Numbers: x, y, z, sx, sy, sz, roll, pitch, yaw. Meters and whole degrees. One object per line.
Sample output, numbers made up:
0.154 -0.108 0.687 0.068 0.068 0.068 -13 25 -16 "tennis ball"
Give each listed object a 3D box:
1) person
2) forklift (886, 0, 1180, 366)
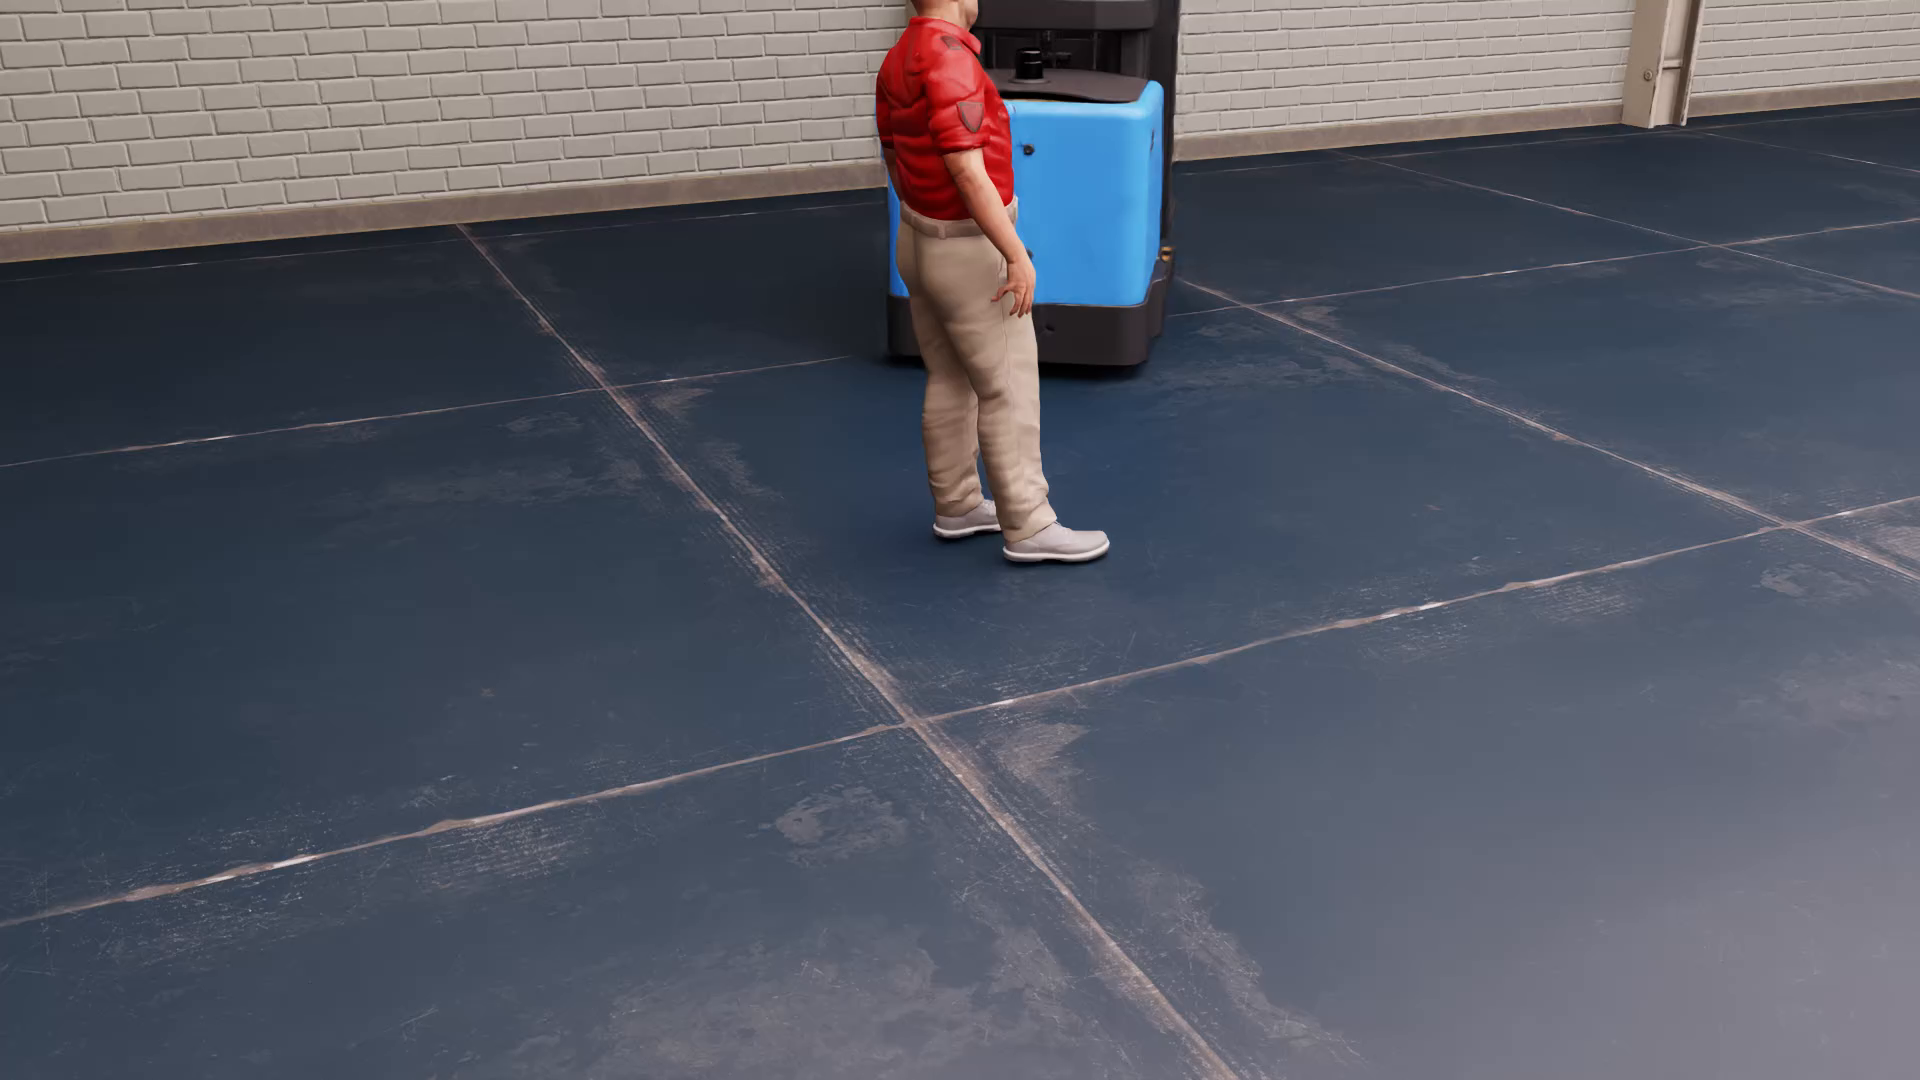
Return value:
0.086 -0.815 4.797 0.551 1.727 0.640 -10 25 -23 "person"
0.463 -2.574 7.483 1.130 2.935 3.031 4 23 9 "forklift"
